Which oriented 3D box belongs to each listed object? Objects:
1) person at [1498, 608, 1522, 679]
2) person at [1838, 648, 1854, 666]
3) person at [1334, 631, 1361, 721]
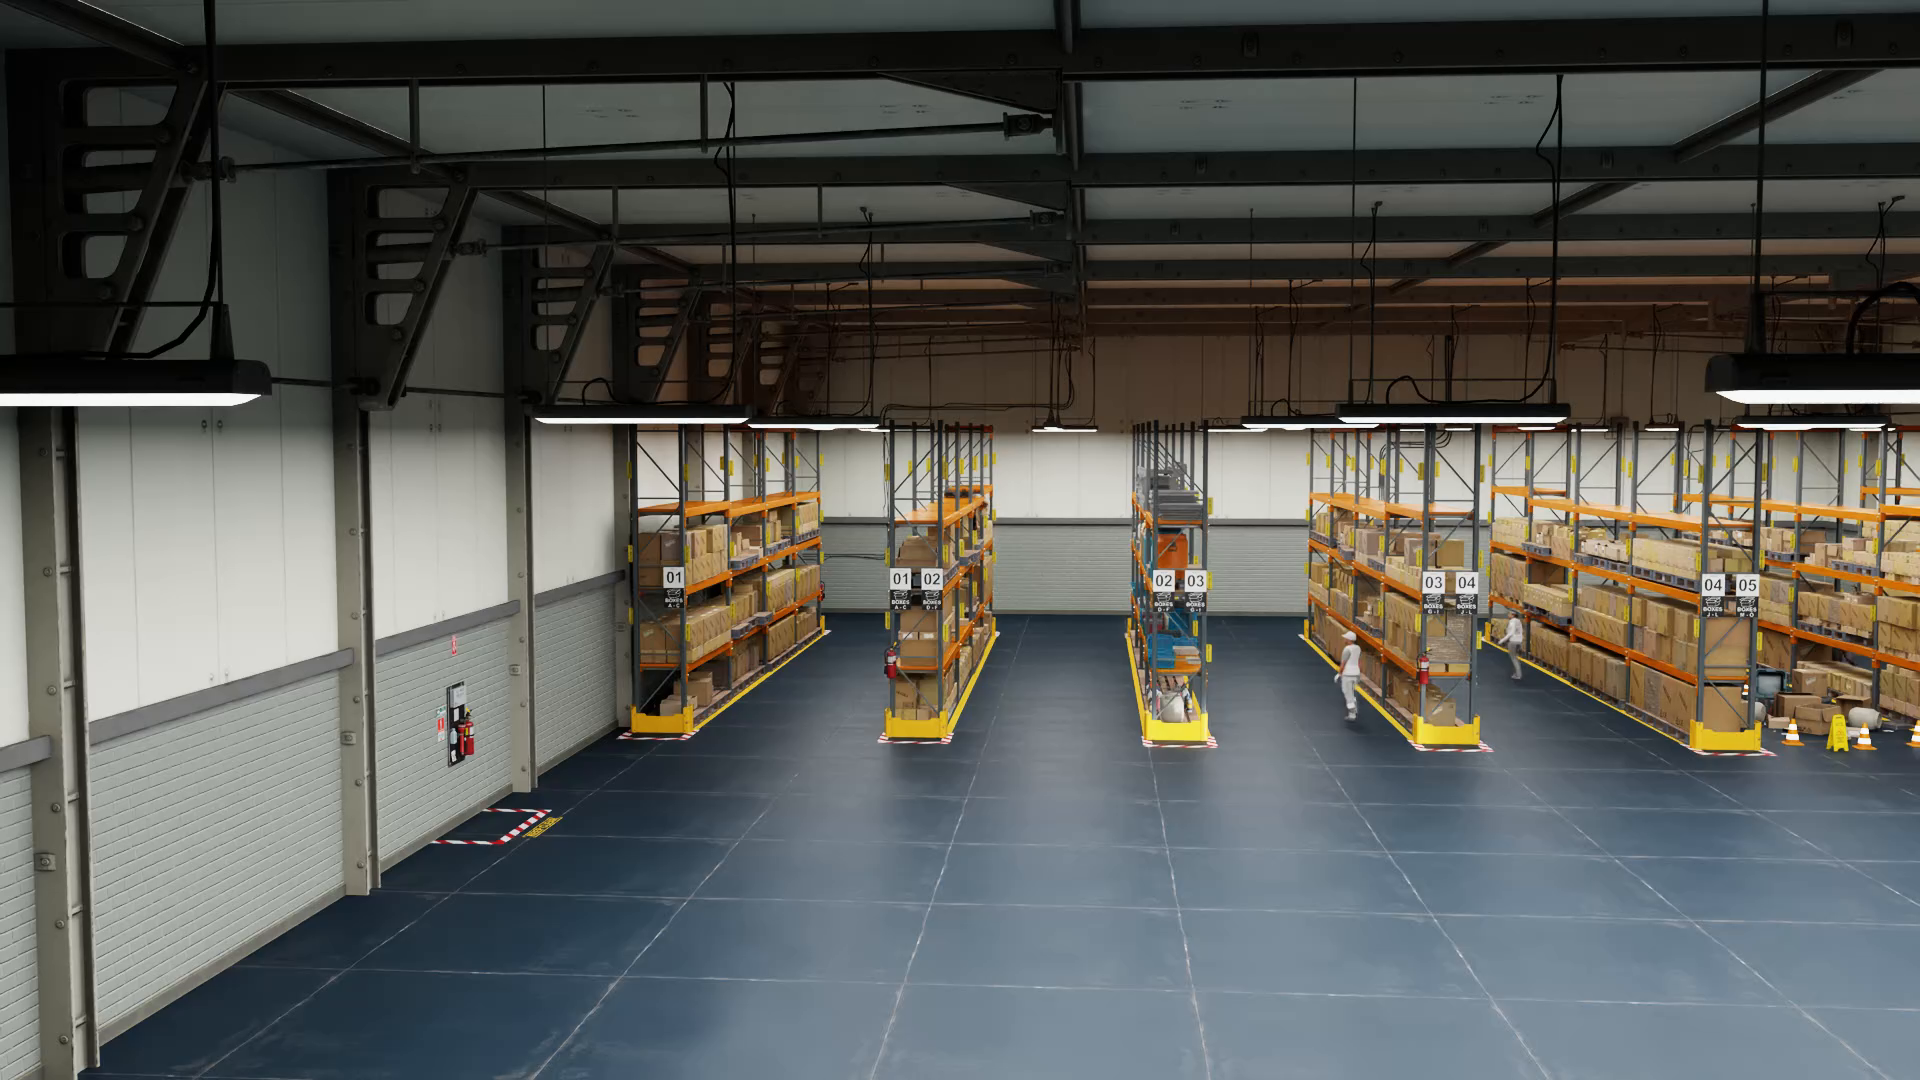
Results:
[{"bbox_3d":[13.027,2.452,39.095,0.583,1.734,0.519,-2,4,-30],"label":"person"},{"bbox_3d":[21.559,2.333,40.588,0.570,1.723,0.563,-3,5,-40],"label":"person"},{"bbox_3d":[7.758,2.731,33.217,0.574,1.829,0.468,-2,4,-31],"label":"person"}]
